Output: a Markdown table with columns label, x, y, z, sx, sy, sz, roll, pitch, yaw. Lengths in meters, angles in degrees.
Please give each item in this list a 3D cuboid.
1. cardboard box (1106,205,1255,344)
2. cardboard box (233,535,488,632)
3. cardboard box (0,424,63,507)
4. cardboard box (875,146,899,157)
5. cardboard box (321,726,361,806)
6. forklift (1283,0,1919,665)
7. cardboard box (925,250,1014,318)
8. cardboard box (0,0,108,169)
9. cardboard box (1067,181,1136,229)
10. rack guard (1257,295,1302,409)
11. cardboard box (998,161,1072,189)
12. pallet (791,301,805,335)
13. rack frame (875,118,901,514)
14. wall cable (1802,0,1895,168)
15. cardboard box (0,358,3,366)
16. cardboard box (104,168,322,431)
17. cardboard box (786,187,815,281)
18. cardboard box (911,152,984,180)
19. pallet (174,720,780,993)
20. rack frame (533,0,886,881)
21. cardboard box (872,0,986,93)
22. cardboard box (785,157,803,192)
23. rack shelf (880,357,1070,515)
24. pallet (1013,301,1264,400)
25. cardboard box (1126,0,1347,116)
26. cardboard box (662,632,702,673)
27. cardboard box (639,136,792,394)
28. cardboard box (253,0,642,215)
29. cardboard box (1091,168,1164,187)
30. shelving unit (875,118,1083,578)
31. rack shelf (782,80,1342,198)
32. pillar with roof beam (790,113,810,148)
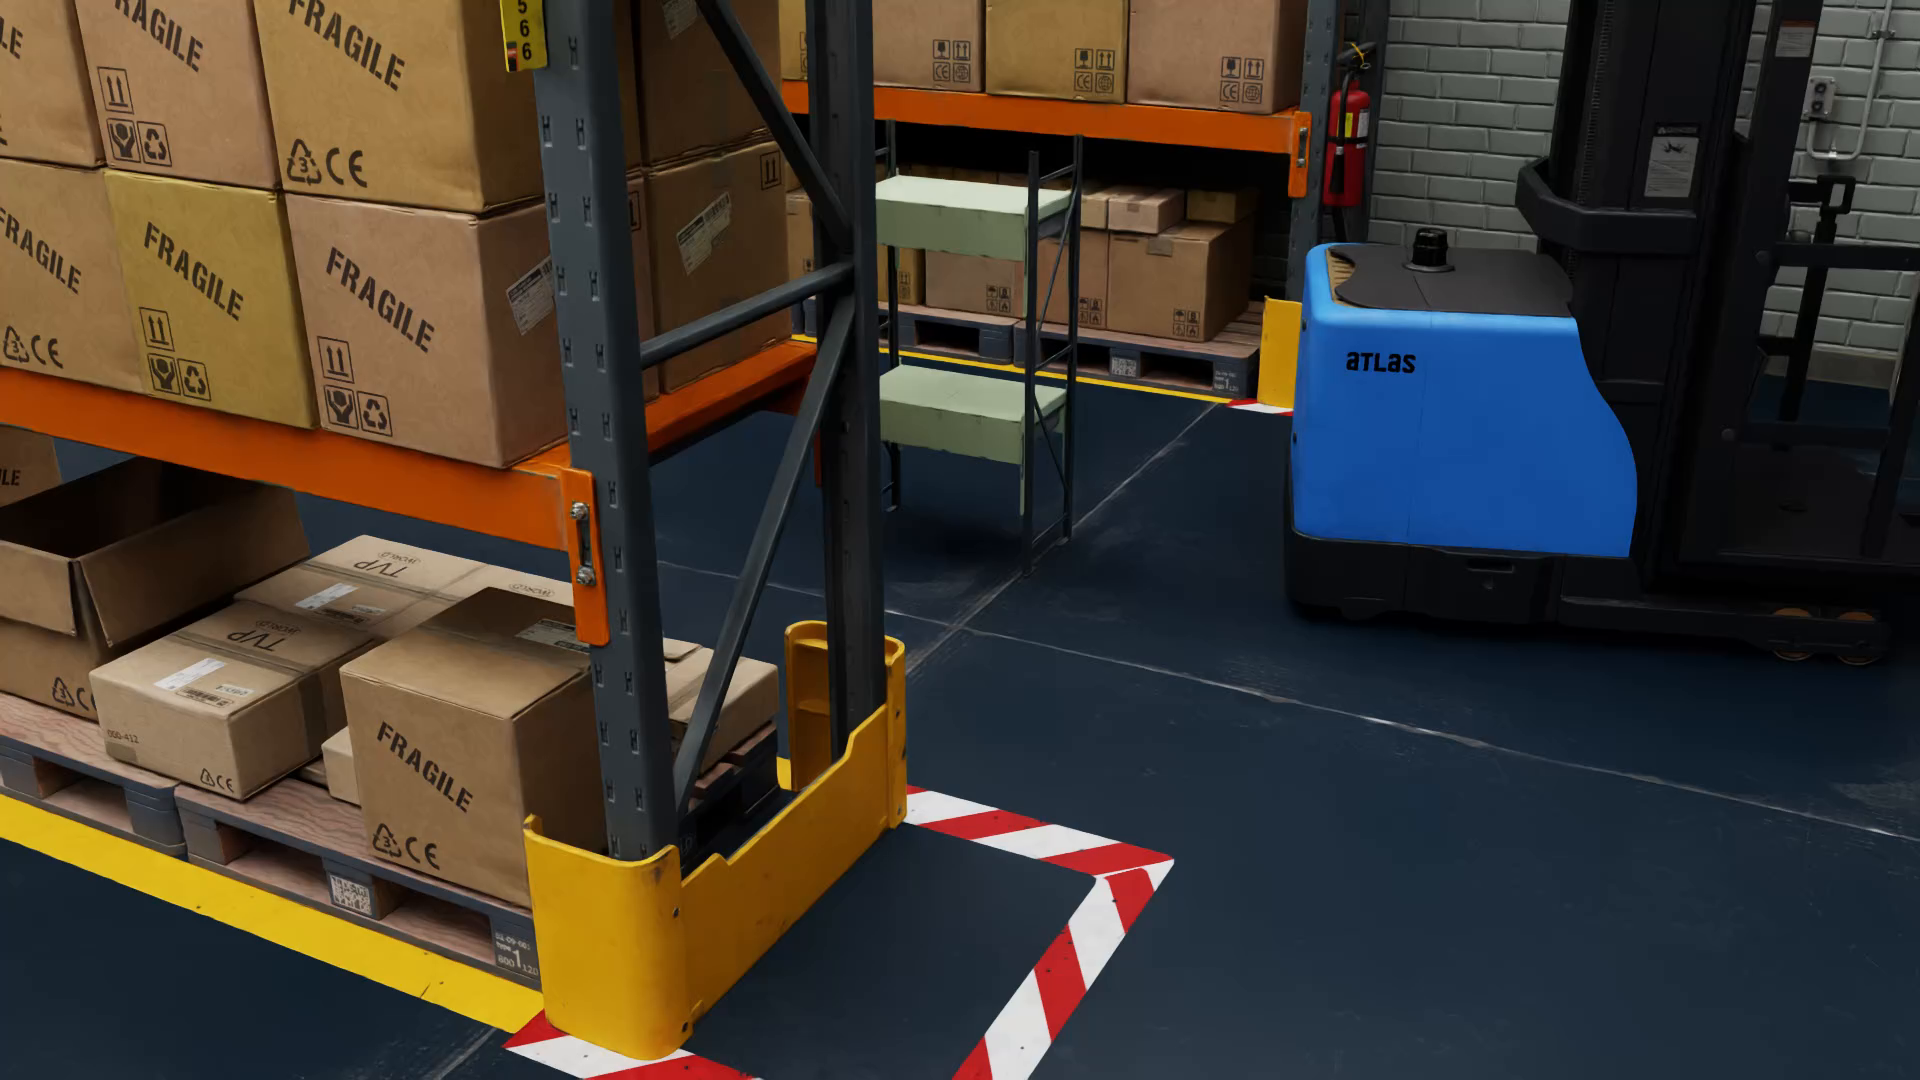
| label | x | y | z | sx | sy | sz | roll | pitch | yaw |
| --- | --- | --- | --- | --- | --- | --- | --- | --- | --- |
| cardboard box | 1.092 | -1.328 | 8.196 | 0.500 | 0.500 | 0.700 | 11 | 25 | 25 |
| cardboard box | -1.719 | 0.226 | 4.837 | 0.500 | 0.250 | 0.500 | 11 | 25 | 25 |
| cardboard box | -3.403 | -0.222 | 5.571 | 0.500 | 0.500 | 0.500 | 11 | 25 | 25 |
| cardboard box | -0.520 | -2.032 | 9.024 | 0.250 | 0.149 | 0.380 | 10 | 25 | 23 |
| cardboard box | -1.387 | 0.523 | 4.245 | 0.250 | 0.166 | 0.380 | 11 | 25 | 25 |
| forklift | 2.670 | -1.173 | 5.264 | 3.031 | 2.935 | 1.130 | 4 | 23 | 9 |
| cardboard box | 0.196 | -1.505 | 8.612 | 0.500 | 0.500 | 0.700 | 10 | 25 | 23 |
| cardboard box | -1.907 | -1.133 | 3.675 | 0.500 | 0.500 | 0.500 | 12 | 26 | 26 |
| cardboard box | 0.667 | -1.630 | 8.079 | 0.250 | 0.149 | 0.380 | 12 | 26 | 26 |
| rack guard | 1.783 | -1.041 | 8.060 | 0.348 | 0.500 | 1.175 | 11 | 25 | 25 |
| cardboard box | 0.391 | -1.852 | 8.601 | 0.250 | 0.149 | 0.380 | 12 | 26 | 25 |
| pallet | -1.164 | -1.457 | 9.407 | 1.213 | 0.211 | 1.003 | 11 | 25 | 25 |
| rack frame | -0.333 | -0.756 | 6.111 | 0.023 | 1.500 | 0.400 | 11 | 25 | 25 |
| wall cable | 3.332 | -2.768 | 7.627 | 1.851 | 1.984 | 0.084 | 11 | 25 | 25 |
| cardboard box | -2.349 | -0.765 | 4.087 | 0.500 | 0.500 | 0.500 | 11 | 25 | 24 |
| cardboard box | -1.457 | -0.586 | 3.667 | 0.500 | 0.500 | 0.500 | 11 | 26 | 25 |
| cardboard box | -0.740 | -1.688 | 9.043 | 0.500 | 0.500 | 0.700 | 11 | 25 | 24 |
| cardboard box | -0.064 | -1.942 | 8.812 | 0.250 | 0.149 | 0.380 | 11 | 25 | 24 |
| pallet | -1.249 | 0.664 | 4.419 | 1.213 | 0.211 | 1.003 | 11 | 25 | 25 |
| rack frame | -0.470 | -0.465 | 3.511 | 0.127 | 3.000 | 1.000 | 11 | 25 | 25 |
| cardboard box | -0.028 | -2.683 | 8.343 | 0.700 | 0.700 | 0.980 | 10 | 25 | 22 |
| cardboard box | -0.963 | -1.952 | 8.835 | 0.250 | 0.149 | 0.380 | 12 | 26 | 26 |
| rack shelf | -0.006 | -0.391 | 6.087 | 0.720 | 0.370 | 0.431 | 11 | 25 | 25 |
| pallet | 1.013 | -1.027 | 8.394 | 1.213 | 0.211 | 1.003 | 11 | 25 | 25 |
| cardboard box | 1.302 | -2.421 | 7.726 | 0.700 | 0.700 | 0.980 | 12 | 26 | 27 |
| cardboard box | -0.911 | 0.398 | 4.539 | 0.250 | 0.166 | 0.380 | 11 | 25 | 25 |
| cardboard box | -0.747 | -0.682 | 3.892 | 0.500 | 0.500 | 0.500 | 12 | 26 | 26 |
| cardboard box | -0.991 | -0.954 | 3.255 | 0.500 | 0.500 | 0.500 | 11 | 25 | 24 |
| cardboard box | 0.842 | -1.763 | 8.391 | 0.250 | 0.149 | 0.380 | 11 | 26 | 25 |
| shelving unit | -0.006 | -0.691 | 5.959 | 0.755 | 1.500 | 0.431 | 11 | 25 | 25 |
| rack shelf | -0.023 | -2.218 | 8.552 | 4.000 | 0.370 | 1.077 | 11 | 25 | 25 |
| pillar with roof beam | -2.735 | -4.338 | 4.952 | 0.400 | 9.000 | 9.100 | 11 | 25 | 25 |
